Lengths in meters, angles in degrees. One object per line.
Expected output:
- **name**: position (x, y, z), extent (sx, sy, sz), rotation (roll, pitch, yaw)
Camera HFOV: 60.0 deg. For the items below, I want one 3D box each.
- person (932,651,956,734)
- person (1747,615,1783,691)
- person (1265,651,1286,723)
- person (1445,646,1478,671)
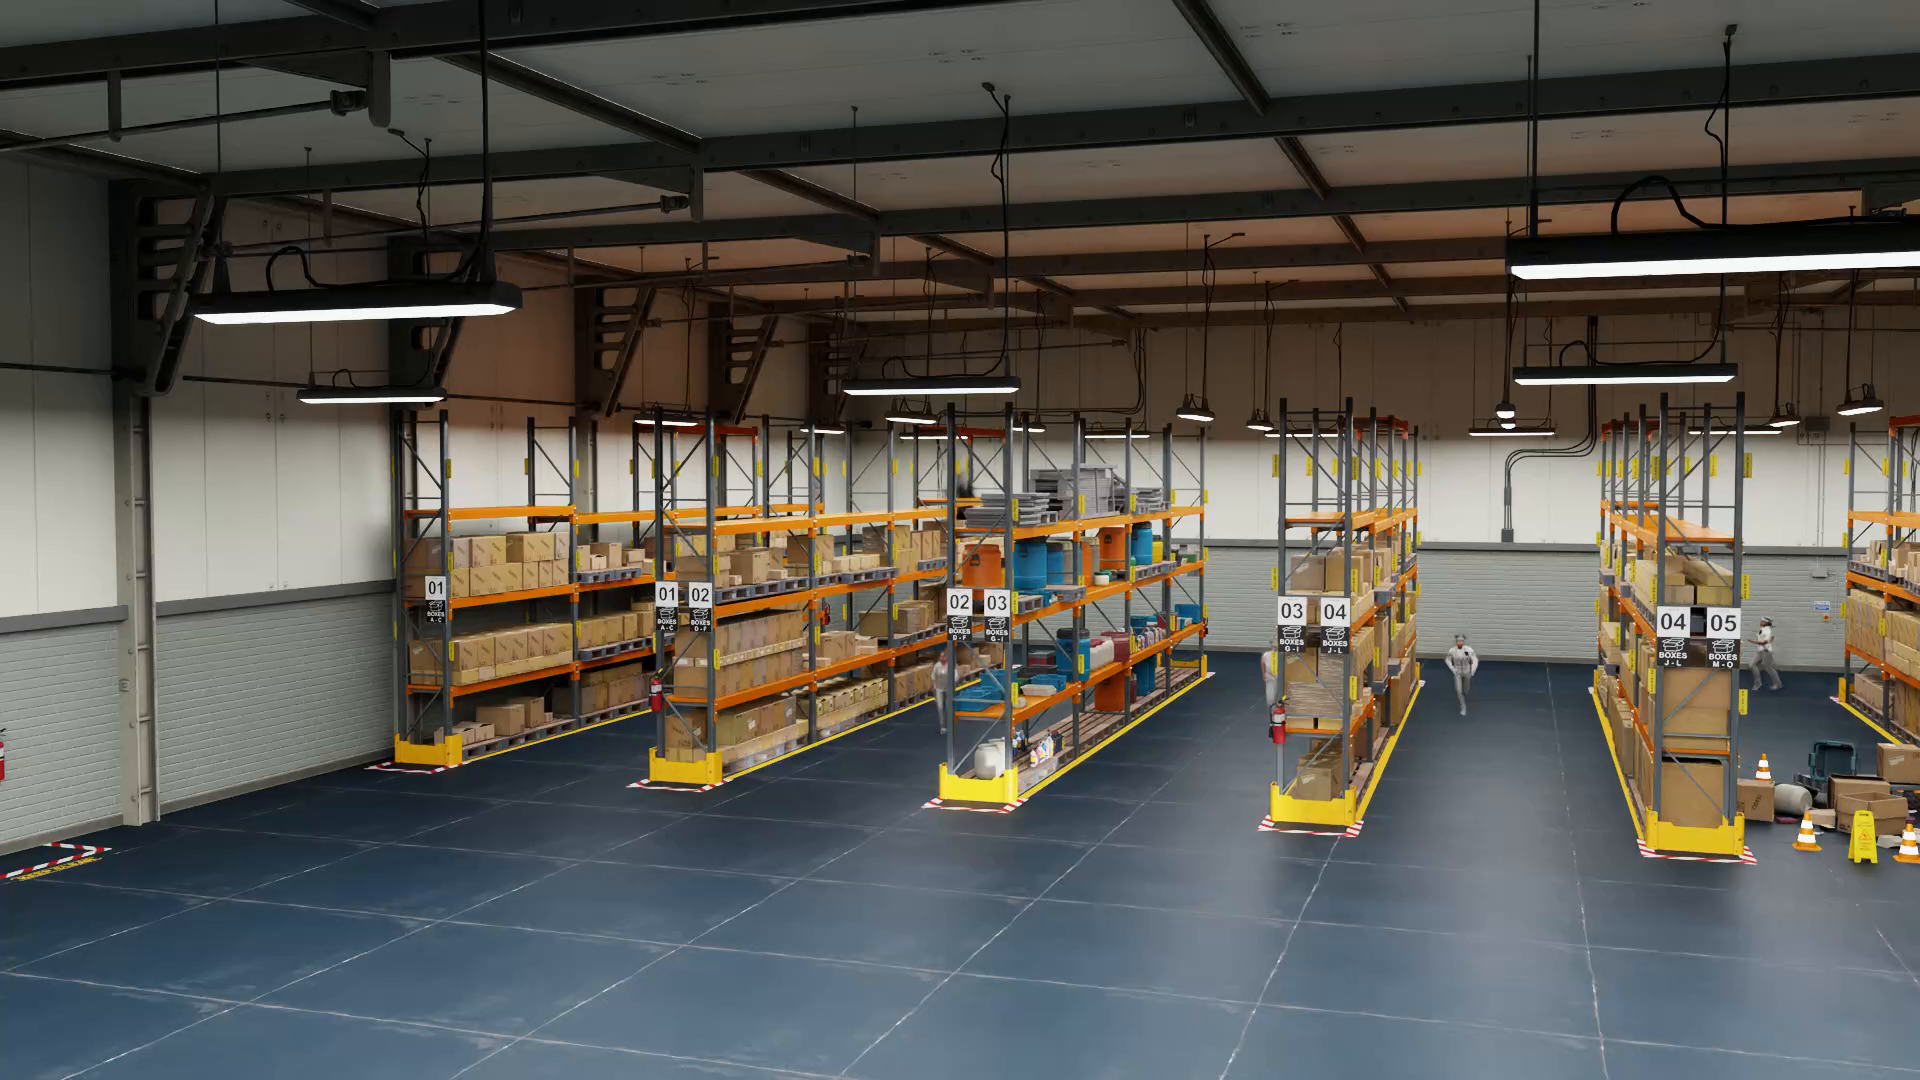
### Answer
- **person**: position (-0.293, 2.875, 31.647), extent (0.494, 1.567, 0.743), rotation (0, 2, 8)
- **person**: position (18.063, 2.562, 37.351), extent (0.733, 1.757, 0.546), rotation (0, 2, 10)
- **person**: position (6.107, 2.798, 31.921), extent (0.465, 1.369, 0.924), rotation (1, 3, 16)
- **person**: position (10.259, 2.409, 33.997), extent (0.636, 0.538, 0.280), rotation (1, 3, 14)
